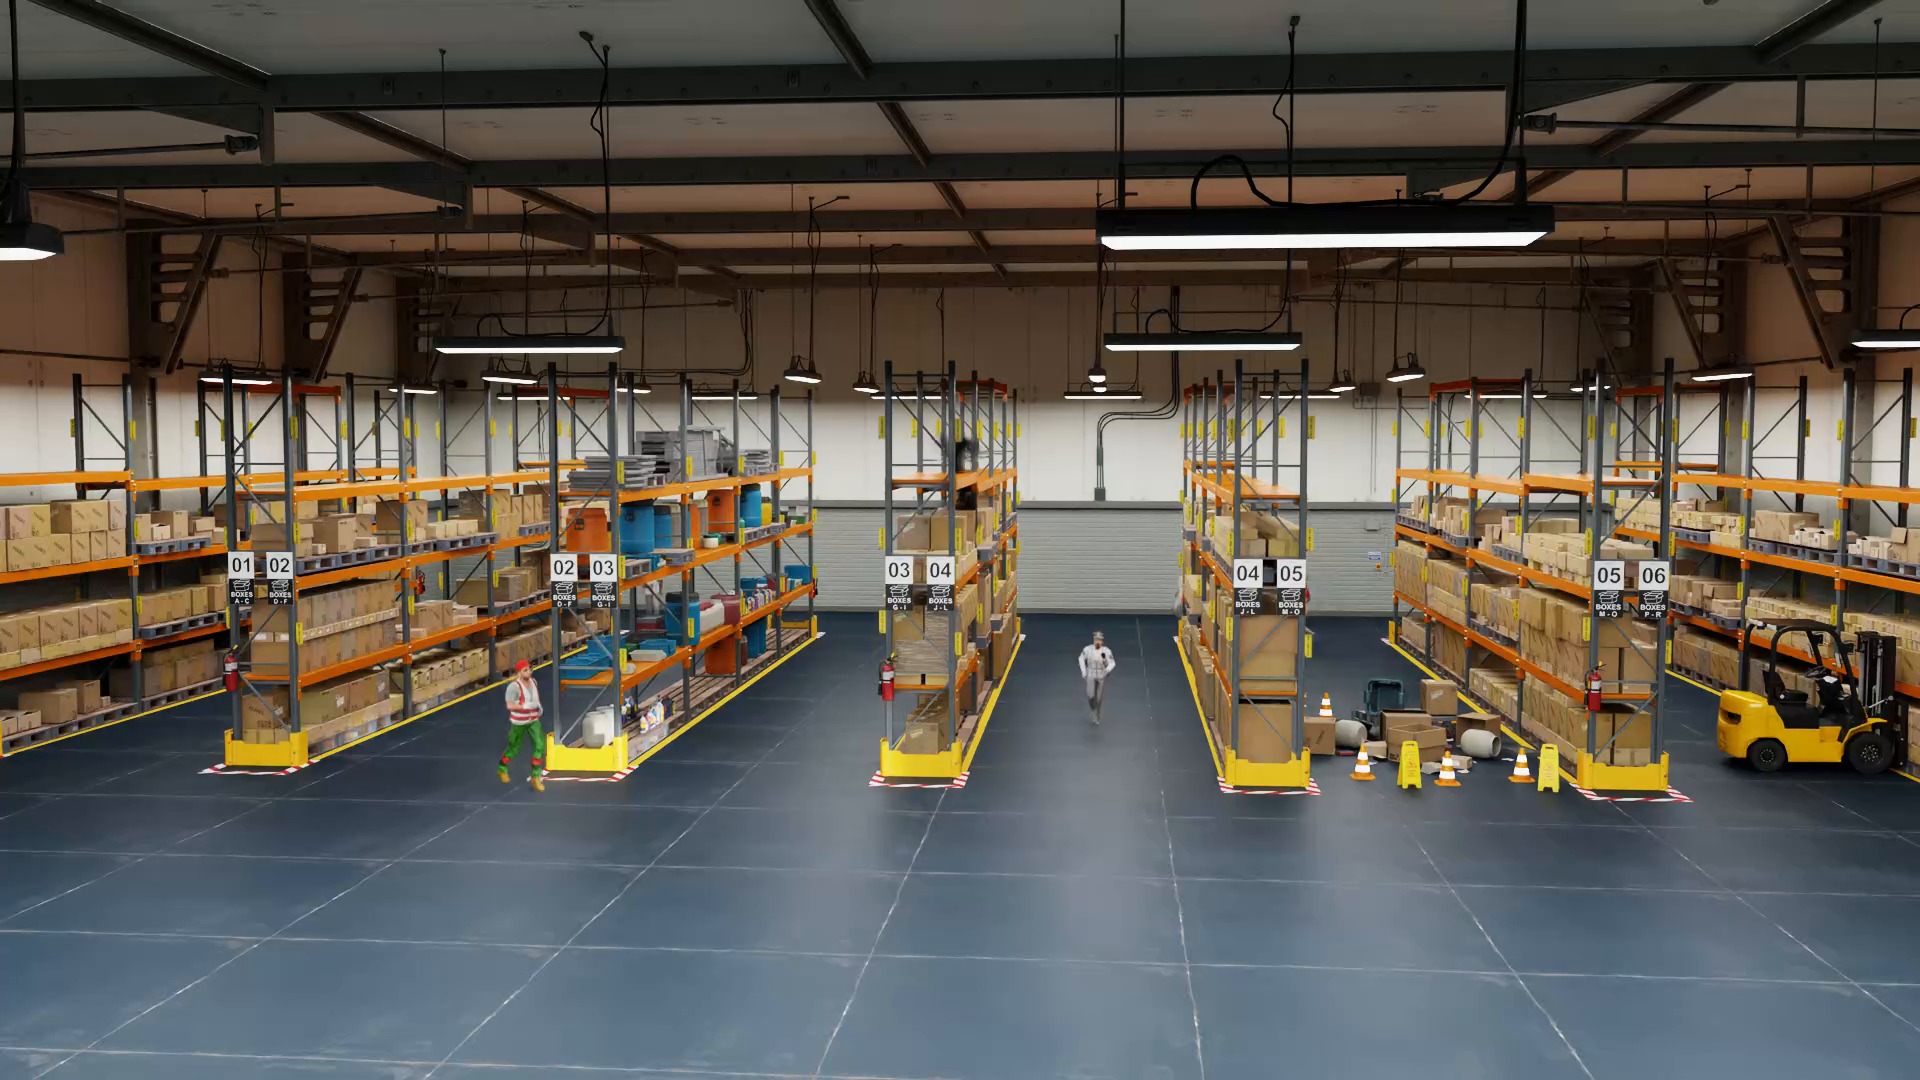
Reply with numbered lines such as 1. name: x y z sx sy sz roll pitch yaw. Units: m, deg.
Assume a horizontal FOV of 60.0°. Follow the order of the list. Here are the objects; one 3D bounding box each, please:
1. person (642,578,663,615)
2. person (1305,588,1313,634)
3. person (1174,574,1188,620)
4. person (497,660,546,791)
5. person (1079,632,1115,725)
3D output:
1. person: -7.740 1.407 41.853 0.538 1.749 0.821 -1 4 -14
2. person: 7.800 1.656 38.353 0.674 1.676 0.707 -2 4 -28
3. person: 5.559 1.424 41.127 0.660 1.749 0.678 -4 5 -45
4. person: -6.114 2.579 23.282 0.930 1.831 0.659 4 5 45
5. person: 2.339 2.339 28.331 0.610 1.617 0.762 0 4 2
